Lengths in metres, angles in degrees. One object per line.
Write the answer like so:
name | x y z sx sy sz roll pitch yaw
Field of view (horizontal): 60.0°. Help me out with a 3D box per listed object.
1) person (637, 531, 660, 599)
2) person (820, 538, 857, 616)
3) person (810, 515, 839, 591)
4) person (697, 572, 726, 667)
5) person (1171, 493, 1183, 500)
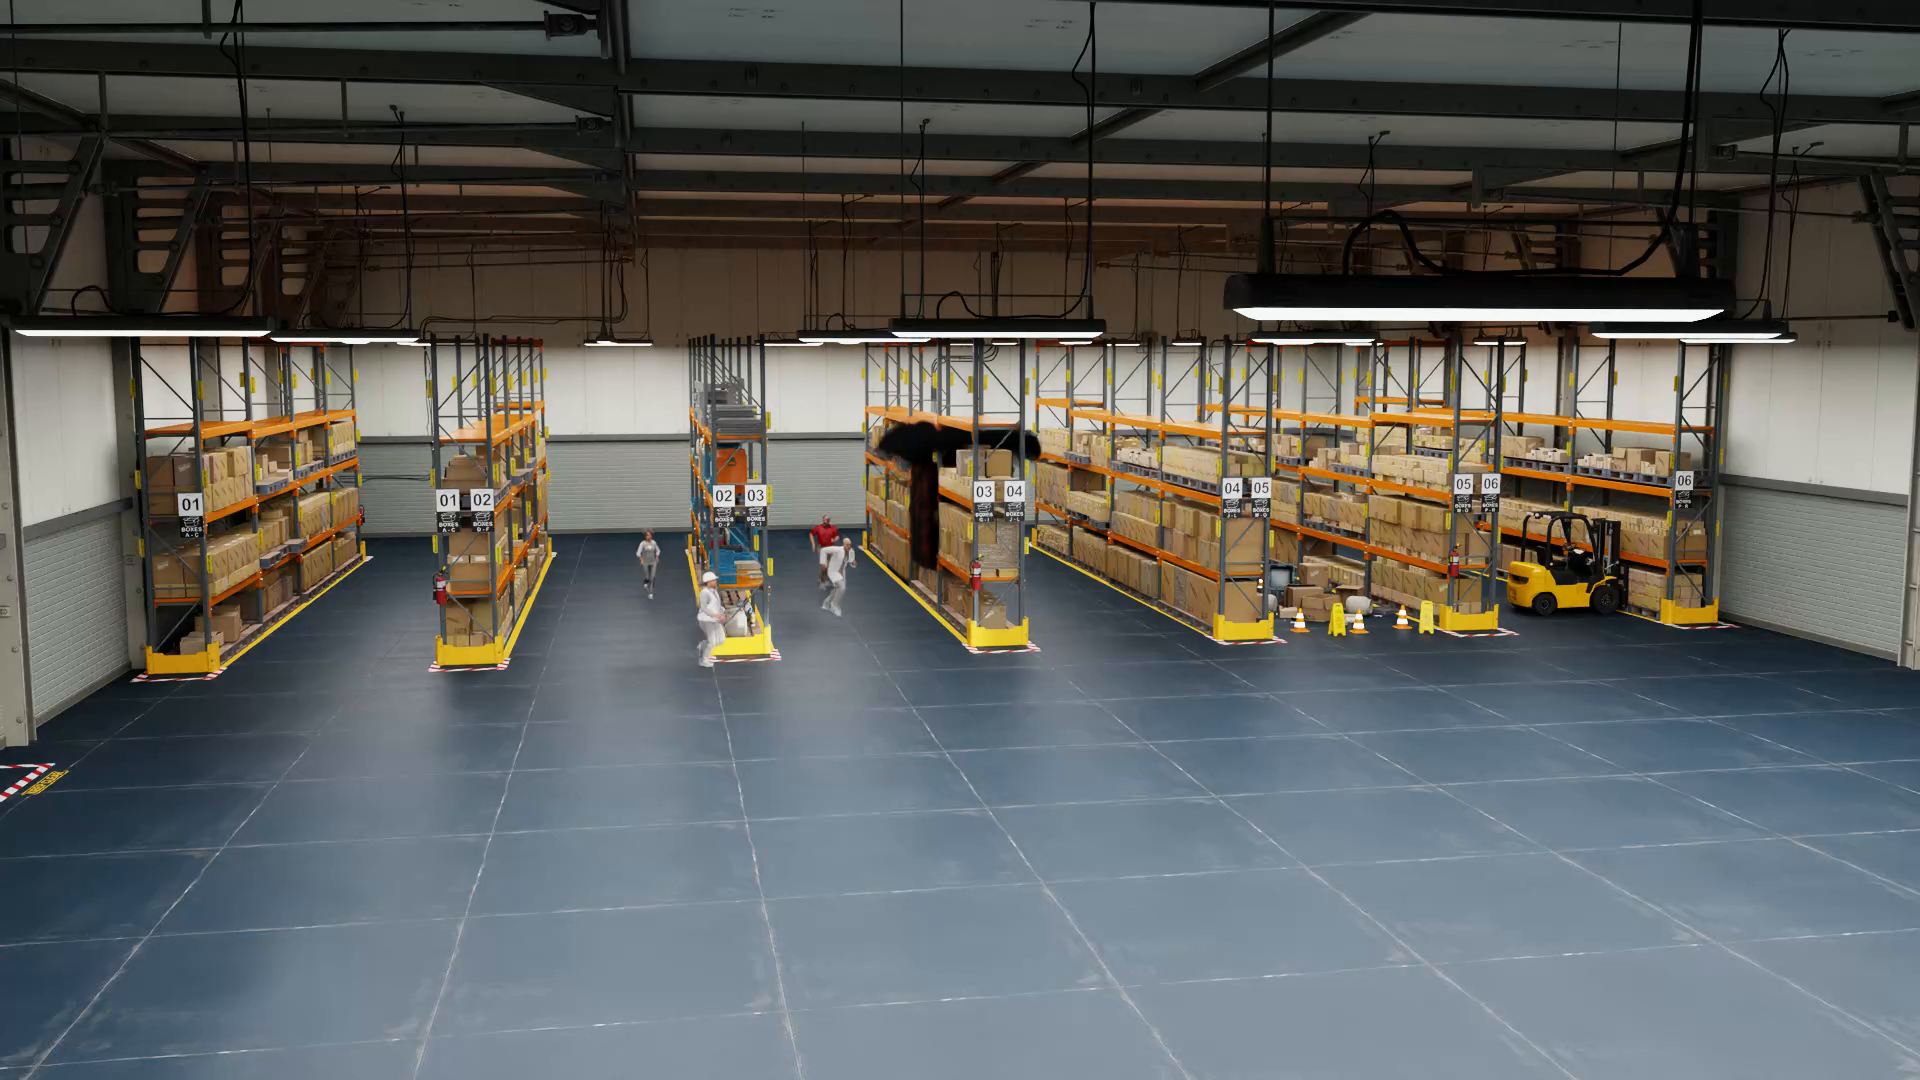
person | -7.185 0.563 38.416 0.546 1.565 0.632 -2 7 -18
person | -2.587 0.770 34.856 0.754 1.672 1.039 -6 9 -42
person | -3.142 0.292 38.999 0.648 1.769 0.737 -2 7 -21
person | -4.496 1.431 30.060 0.612 1.720 0.647 2 7 14
person | 6.563 -0.949 50.601 0.761 1.790 0.689 -1 7 -13
